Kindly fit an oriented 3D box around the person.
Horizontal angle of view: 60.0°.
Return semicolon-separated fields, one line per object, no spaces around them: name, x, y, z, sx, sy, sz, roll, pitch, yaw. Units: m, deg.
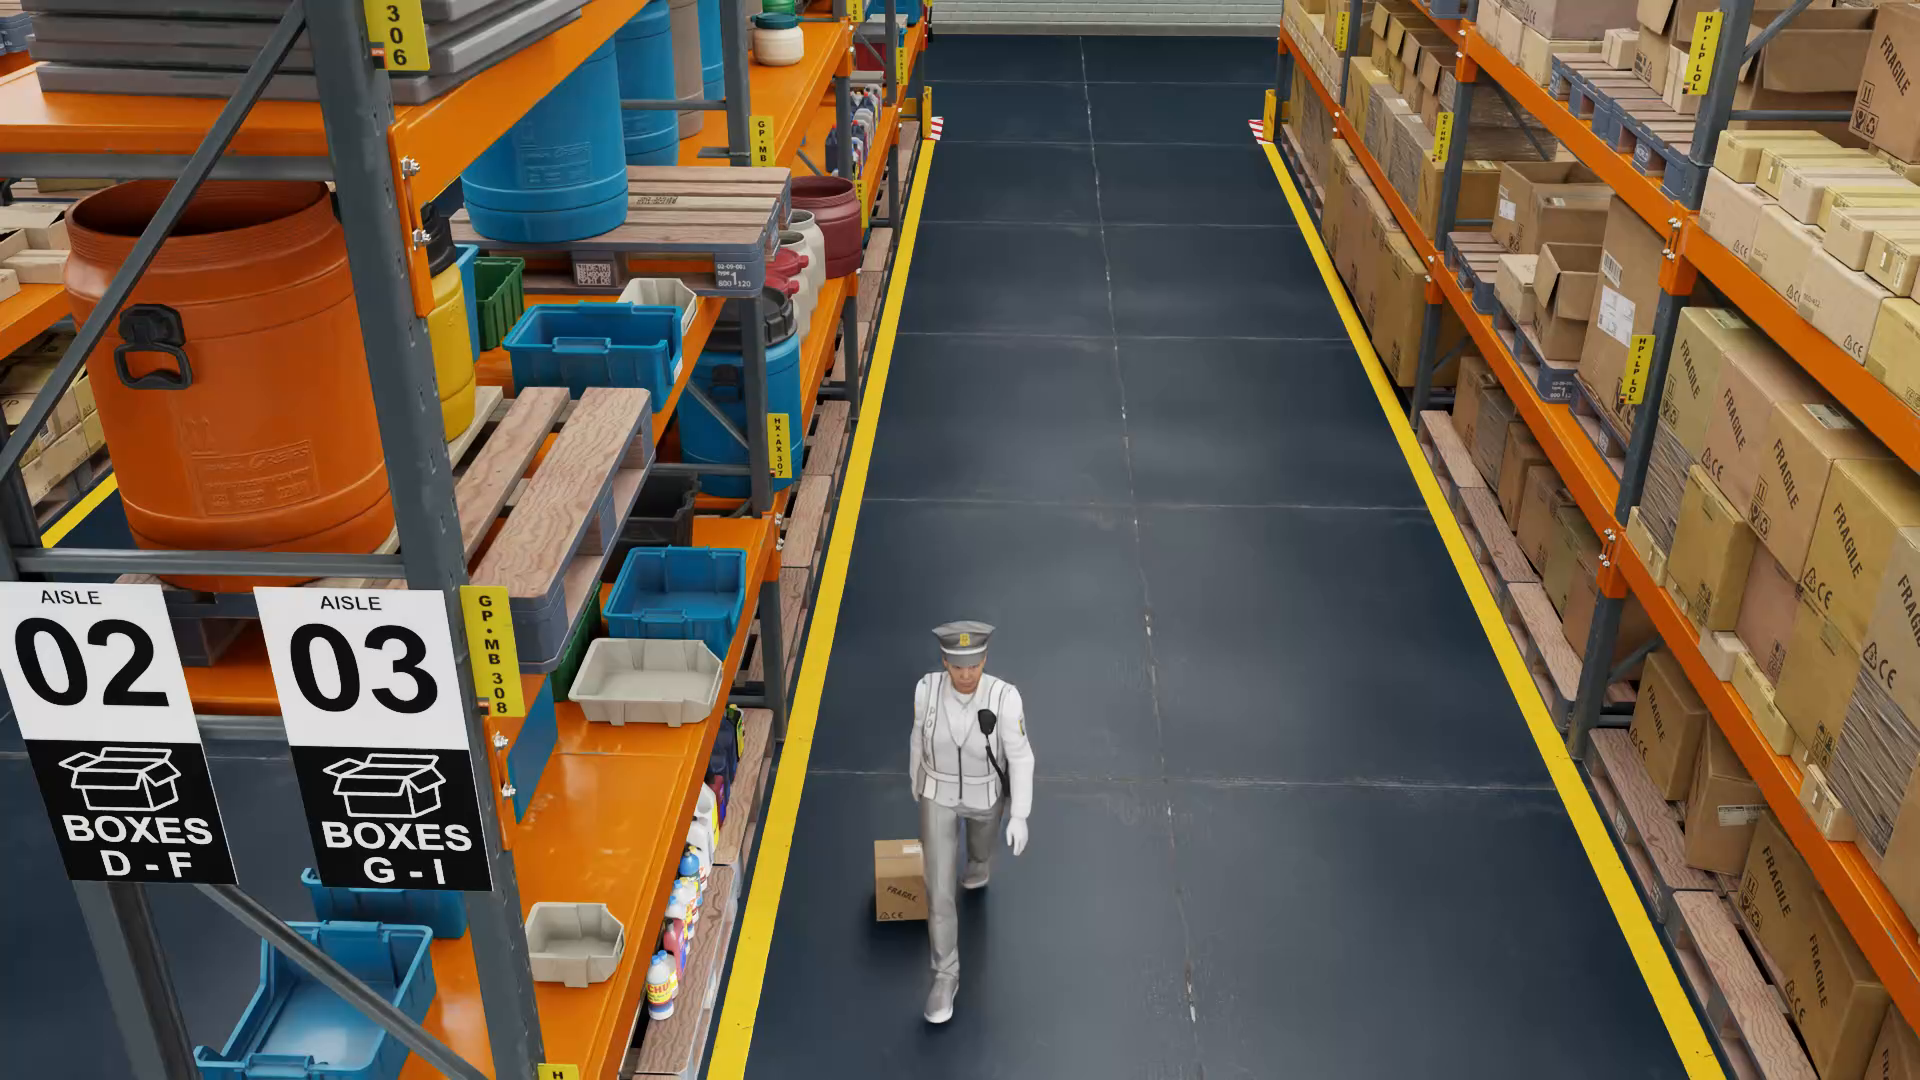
person;0.041;1.006;6.728;0.513;1.625;1.050;1;28;3
